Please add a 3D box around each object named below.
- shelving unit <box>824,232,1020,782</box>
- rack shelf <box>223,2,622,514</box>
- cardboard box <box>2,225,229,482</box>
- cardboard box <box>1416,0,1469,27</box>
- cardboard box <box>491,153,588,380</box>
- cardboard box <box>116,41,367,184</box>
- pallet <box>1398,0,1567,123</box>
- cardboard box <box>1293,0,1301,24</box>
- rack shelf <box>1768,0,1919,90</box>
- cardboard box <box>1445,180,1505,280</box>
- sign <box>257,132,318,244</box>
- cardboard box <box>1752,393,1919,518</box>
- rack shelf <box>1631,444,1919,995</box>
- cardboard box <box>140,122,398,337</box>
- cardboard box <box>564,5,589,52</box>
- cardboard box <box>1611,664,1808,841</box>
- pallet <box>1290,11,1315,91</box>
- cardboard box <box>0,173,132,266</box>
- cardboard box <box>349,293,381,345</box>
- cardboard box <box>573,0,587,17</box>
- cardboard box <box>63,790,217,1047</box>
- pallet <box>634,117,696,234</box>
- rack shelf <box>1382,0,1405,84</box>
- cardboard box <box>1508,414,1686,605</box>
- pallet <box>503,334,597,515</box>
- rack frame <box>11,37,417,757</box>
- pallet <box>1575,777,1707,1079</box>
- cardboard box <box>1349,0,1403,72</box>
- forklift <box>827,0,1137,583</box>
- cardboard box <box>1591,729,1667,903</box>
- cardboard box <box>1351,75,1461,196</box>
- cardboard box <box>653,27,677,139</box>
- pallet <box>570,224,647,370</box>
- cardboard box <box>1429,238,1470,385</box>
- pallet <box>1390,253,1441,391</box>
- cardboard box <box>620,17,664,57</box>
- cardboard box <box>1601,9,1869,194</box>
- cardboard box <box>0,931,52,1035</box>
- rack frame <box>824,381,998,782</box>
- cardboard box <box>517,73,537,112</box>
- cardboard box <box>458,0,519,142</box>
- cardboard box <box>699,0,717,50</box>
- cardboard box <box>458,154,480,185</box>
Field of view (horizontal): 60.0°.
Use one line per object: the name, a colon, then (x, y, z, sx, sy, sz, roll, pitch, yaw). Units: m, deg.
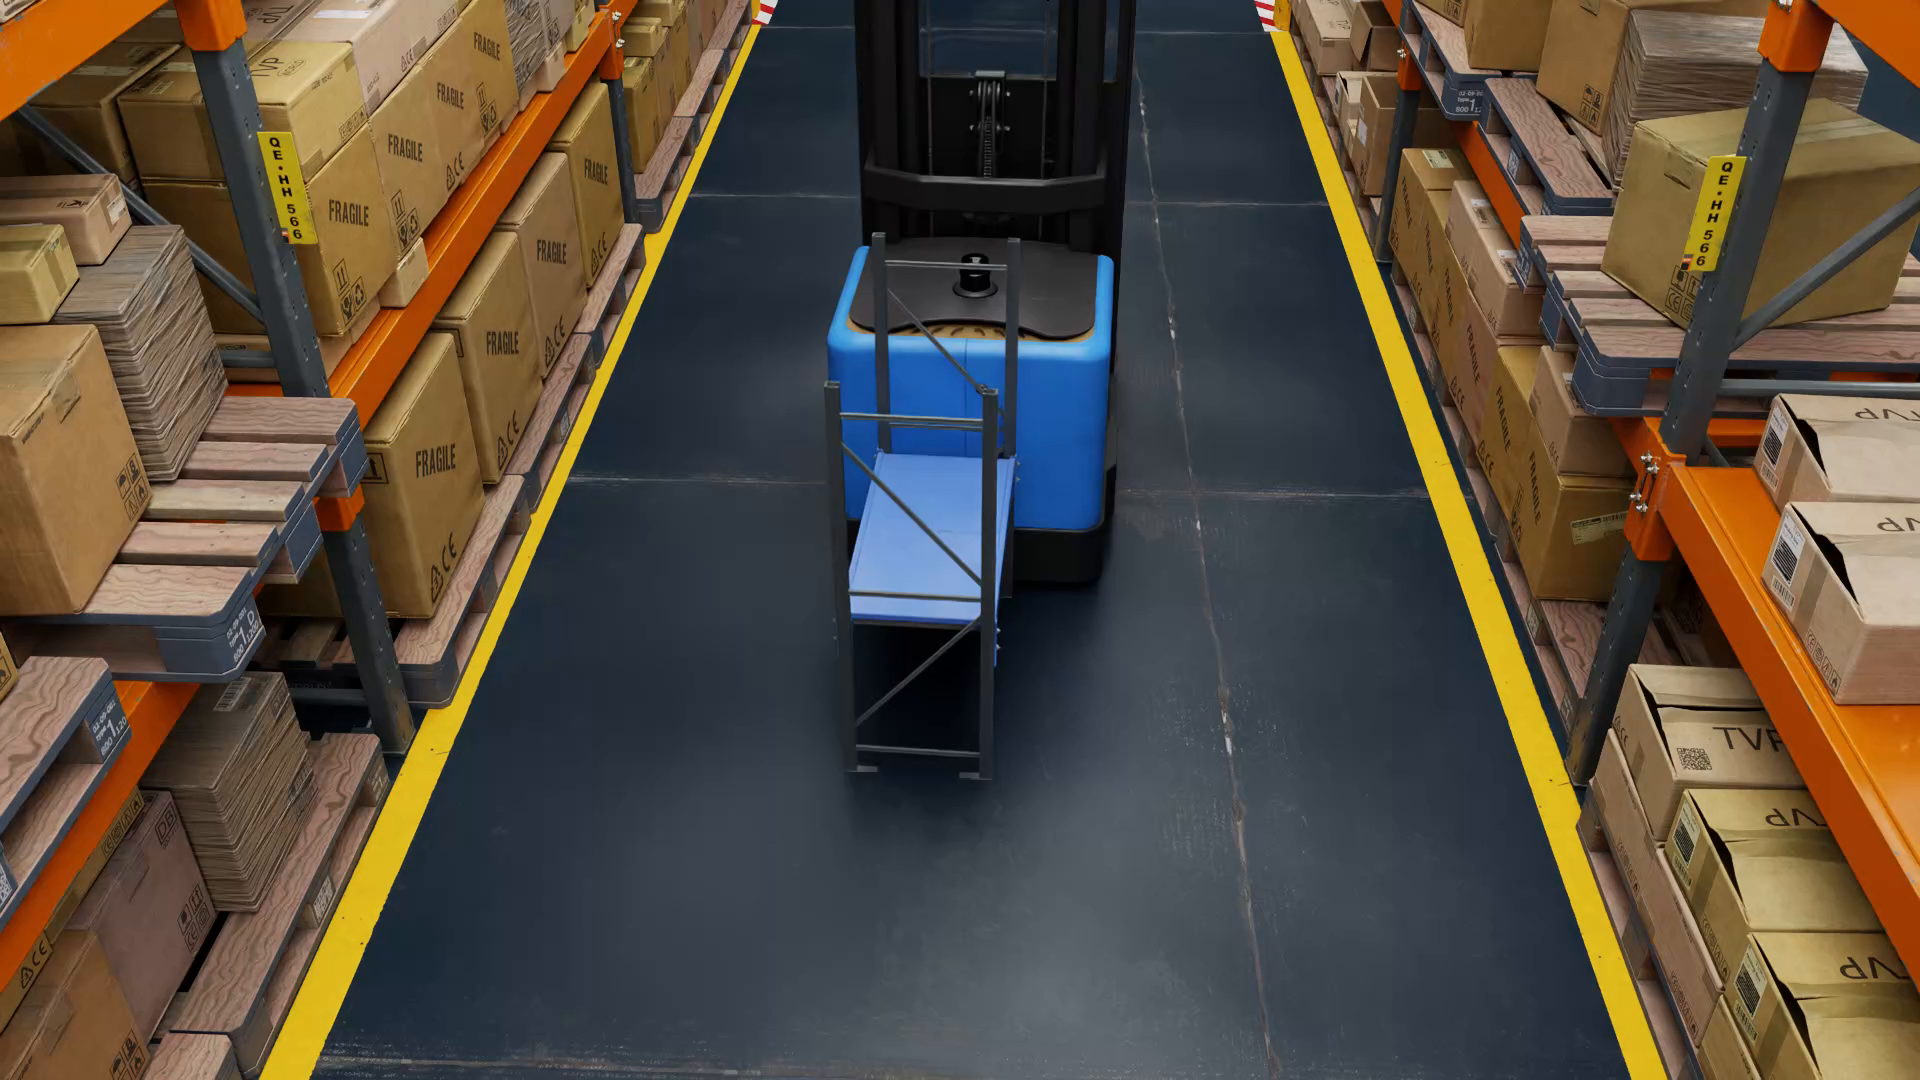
shelving unit: (-0.094, -0.113, 5.607, 0.538, 1.500, 1.048, 3, 35, 4)
rack shelf: (-2.315, -1.386, 6.739, 1.077, 0.370, 4.000, 1, 35, 2)
cardboard box: (-2.405, -0.482, 4.358, 0.700, 0.500, 0.500, -3, 35, -4)
cardboard box: (2.472, -2.663, 7.478, 0.700, 0.500, 0.500, -10, 36, -14)
cardboard box: (-2.164, -1.235, 7.403, 0.750, 0.750, 0.750, 2, 35, 3)
cardboard box: (-2.119, -1.281, 4.948, 0.500, 0.250, 0.500, 2, 35, 3)
pallet: (2.574, -2.182, 7.413, 1.003, 0.211, 1.213, 1, 35, 2)
cardboard box: (2.505, -3.660, 11.431, 0.380, 0.166, 0.250, 1, 35, 2)
rack shelf: (2.474, -0.203, 2.447, 1.077, 0.370, 4.000, 1, 35, 2)
cardboard box: (2.412, -1.335, 7.180, 0.500, 0.250, 0.500, 1, 35, 2)
sign: (-1.853, -0.966, 4.577, 0.100, 0.325, 0.005, 1, 35, 2)
cardboard box: (2.496, -0.175, 4.468, 0.500, 0.311, 0.500, 3, 35, 5)
rack shelf: (2.474, 1.024, 3.310, 1.077, 0.370, 4.000, 1, 35, 2)
cardboard box: (-2.121, -0.975, 5.166, 0.500, 0.500, 0.500, 2, 35, 3)
cardboard box: (-1.952, -2.389, 7.741, 0.380, 0.149, 0.250, 2, 35, 3)
cardboard box: (2.240, 0.599, 4.828, 0.500, 0.311, 0.500, 2, 35, 3)
pallet: (2.841, -3.373, 11.366, 1.003, 0.211, 1.213, 1, 35, 2)
cardboard box: (-2.380, -0.819, 4.273, 0.380, 0.149, 0.250, -3, 35, -4)
cardboard box: (-2.132, -0.765, 5.431, 0.380, 0.149, 0.250, 2, 35, 3)
cardboard box: (-2.002, -2.729, 7.662, 0.500, 0.500, 0.500, 1, 35, 1)
cardboard box: (-2.510, 1.019, 4.482, 0.700, 0.500, 0.500, 1, 35, 2)
pallet: (-2.126, -2.124, 9.588, 1.003, 0.211, 1.213, 1, 35, 2)
rack shelf: (2.795, -3.572, 9.850, 1.077, 0.370, 4.000, 1, 35, 2)
cardboard box: (2.357, -0.119, 6.102, 0.500, 0.500, 0.500, 3, 35, 4)
pallet: (-2.237, -0.541, 7.336, 1.003, 0.211, 1.213, 1, 35, 2)
rack frame: (-2.396, -0.532, 4.898, 1.000, 3.000, 0.127, 1, 35, 2)
pallet: (2.482, 1.194, 4.868, 1.003, 0.211, 1.213, 1, 35, 2)
cardboard box: (2.785, -2.956, 10.135, 0.797, 0.503, 0.637, 1, 35, 2)
forklift: (0.158, -1.863, 6.852, 1.130, 2.935, 3.031, 3, 35, 4)
cardboard box: (2.240, 0.828, 4.989, 0.500, 0.250, 0.500, 1, 35, 2)
cardboard box: (2.454, -2.209, 9.075, 0.500, 0.500, 0.500, 1, 35, 2)
cardboard box: (-2.079, -2.695, 9.784, 0.700, 0.500, 0.500, 1, 35, 1)
pallet: (-2.191, -1.244, 8.336, 1.003, 0.211, 1.213, 1, 35, 2)
cardboard box: (2.414, -1.009, 7.368, 0.500, 0.500, 0.500, 2, 35, 2)
pallet: (2.720, -1.108, 8.143, 1.003, 0.211, 1.213, 1, 35, 2)
cardboard box: (-1.907, -2.864, 9.461, 0.380, 0.149, 0.250, 2, 35, 3)
cardboard box: (2.694, -1.517, 5.848, 0.700, 0.500, 0.500, 8, 36, 11)
cardboard box: (-2.474, 1.041, 3.799, 0.500, 0.250, 0.500, 1, 35, 2)
rack frame: (-0.141, 0.178, 5.192, 0.500, 1.500, 0.032, 3, 35, 4)
cardboard box: (-2.036, -1.949, 7.116, 0.380, 0.149, 0.250, 1, 35, 2)
cardboard box: (-2.056, -1.861, 6.426, 0.500, 0.500, 0.500, 2, 35, 3)
cardboard box: (-2.023, -3.585, 11.051, 0.700, 0.500, 0.500, 1, 35, 2)
cardboard box: (-2.100, -1.502, 6.480, 0.380, 0.149, 0.250, 2, 35, 2)
